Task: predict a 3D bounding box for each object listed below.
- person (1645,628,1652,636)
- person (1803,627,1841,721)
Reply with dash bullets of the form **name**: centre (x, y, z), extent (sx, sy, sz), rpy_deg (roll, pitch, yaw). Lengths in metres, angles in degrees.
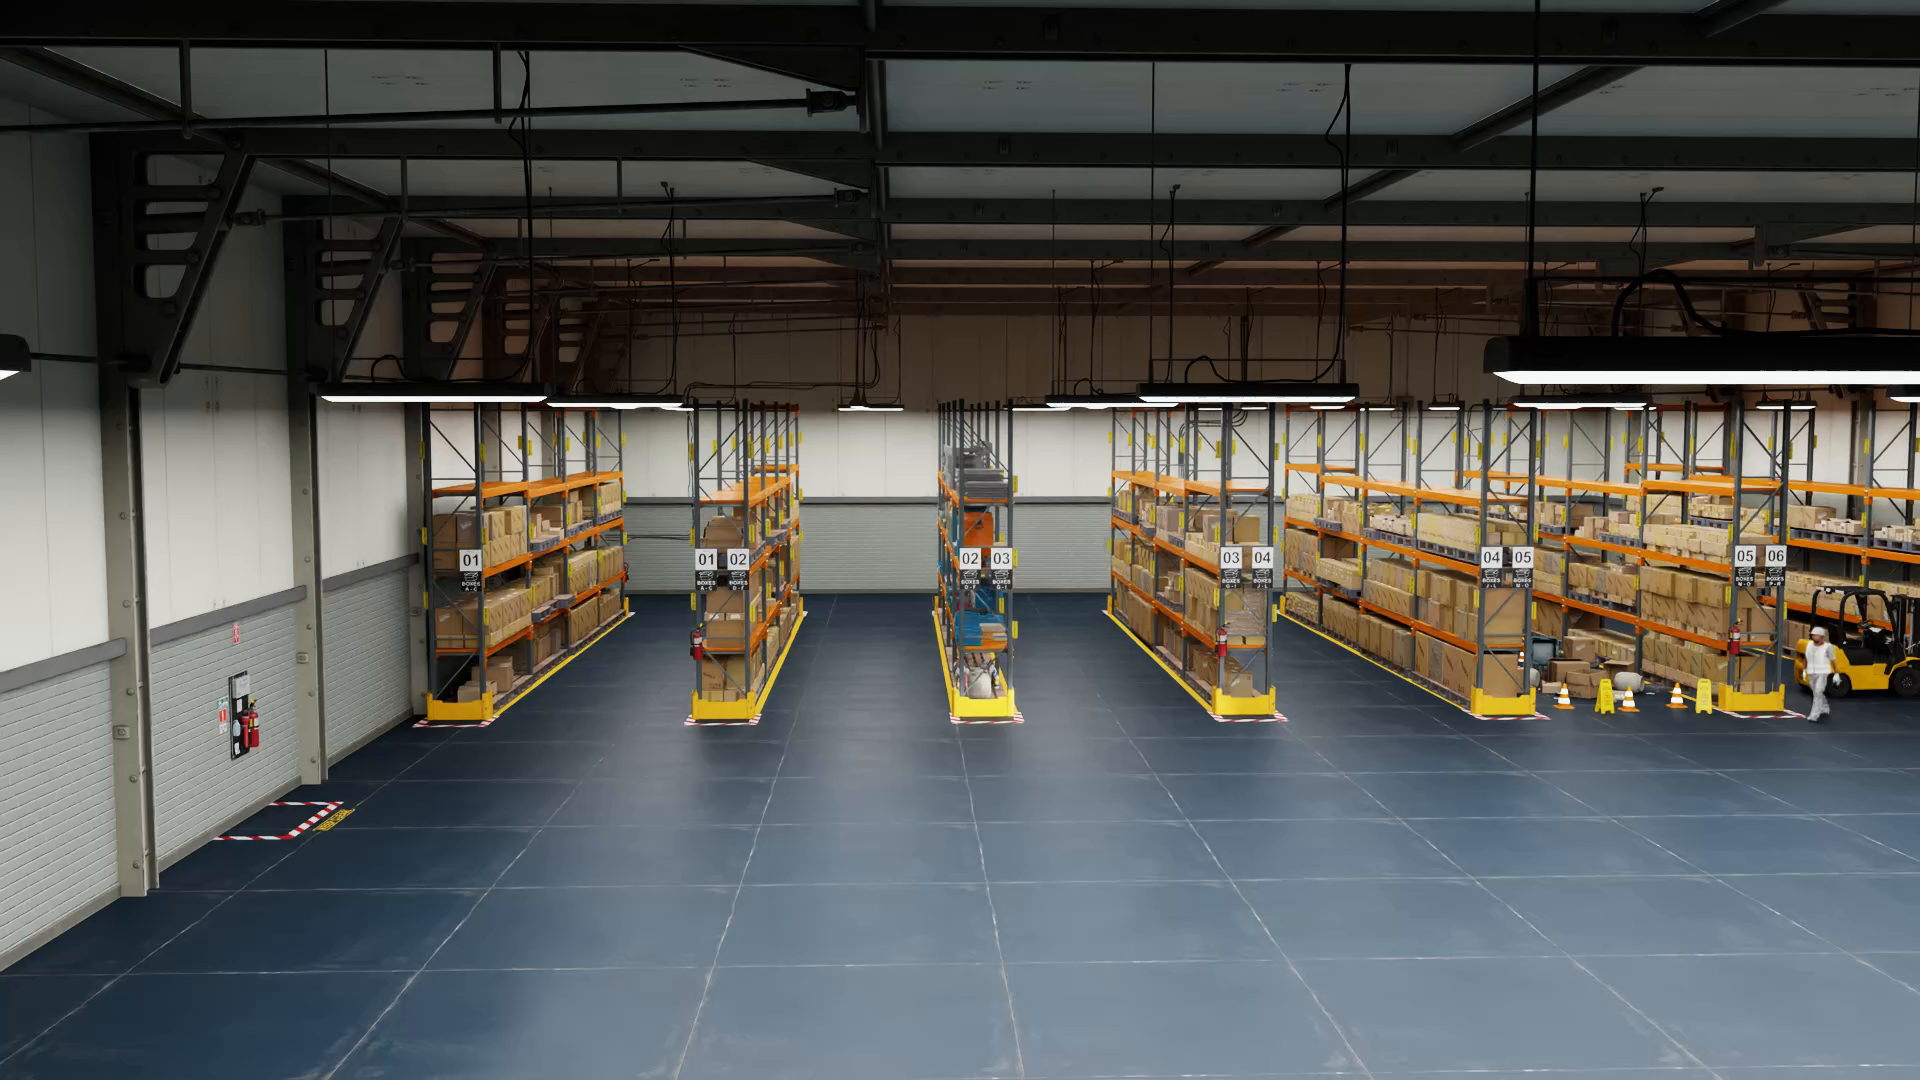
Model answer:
- **person**: centre (16.579, 1.827, 39.654), extent (0.573, 1.787, 0.551), rpy_deg (0, 4, -3)
- **person**: centre (16.099, 2.495, 31.122), extent (1.054, 1.738, 0.676), rpy_deg (-3, 5, -35)
